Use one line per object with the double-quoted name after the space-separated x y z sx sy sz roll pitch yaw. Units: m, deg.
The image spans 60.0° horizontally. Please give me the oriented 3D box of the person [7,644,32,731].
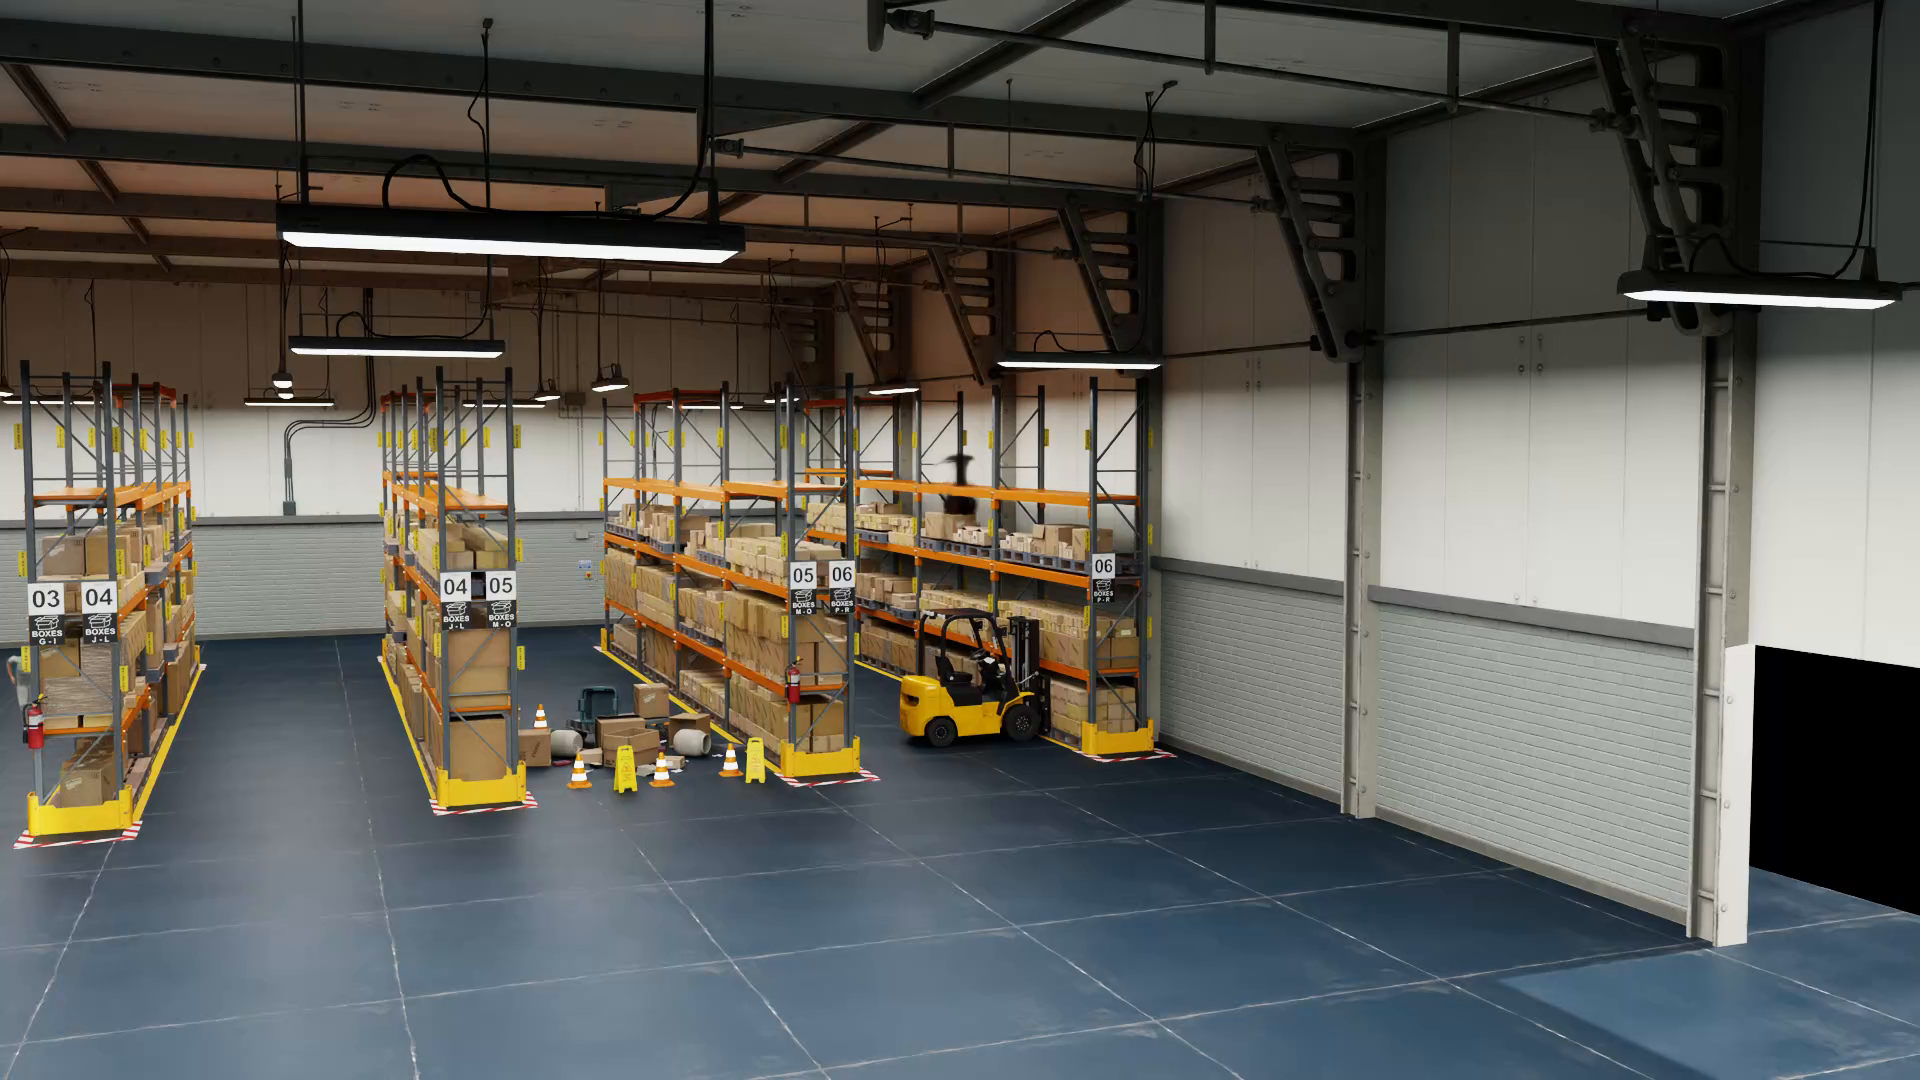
-15.757 2.538 28.157 0.611 1.632 0.965 -1 4 -20 "person"
